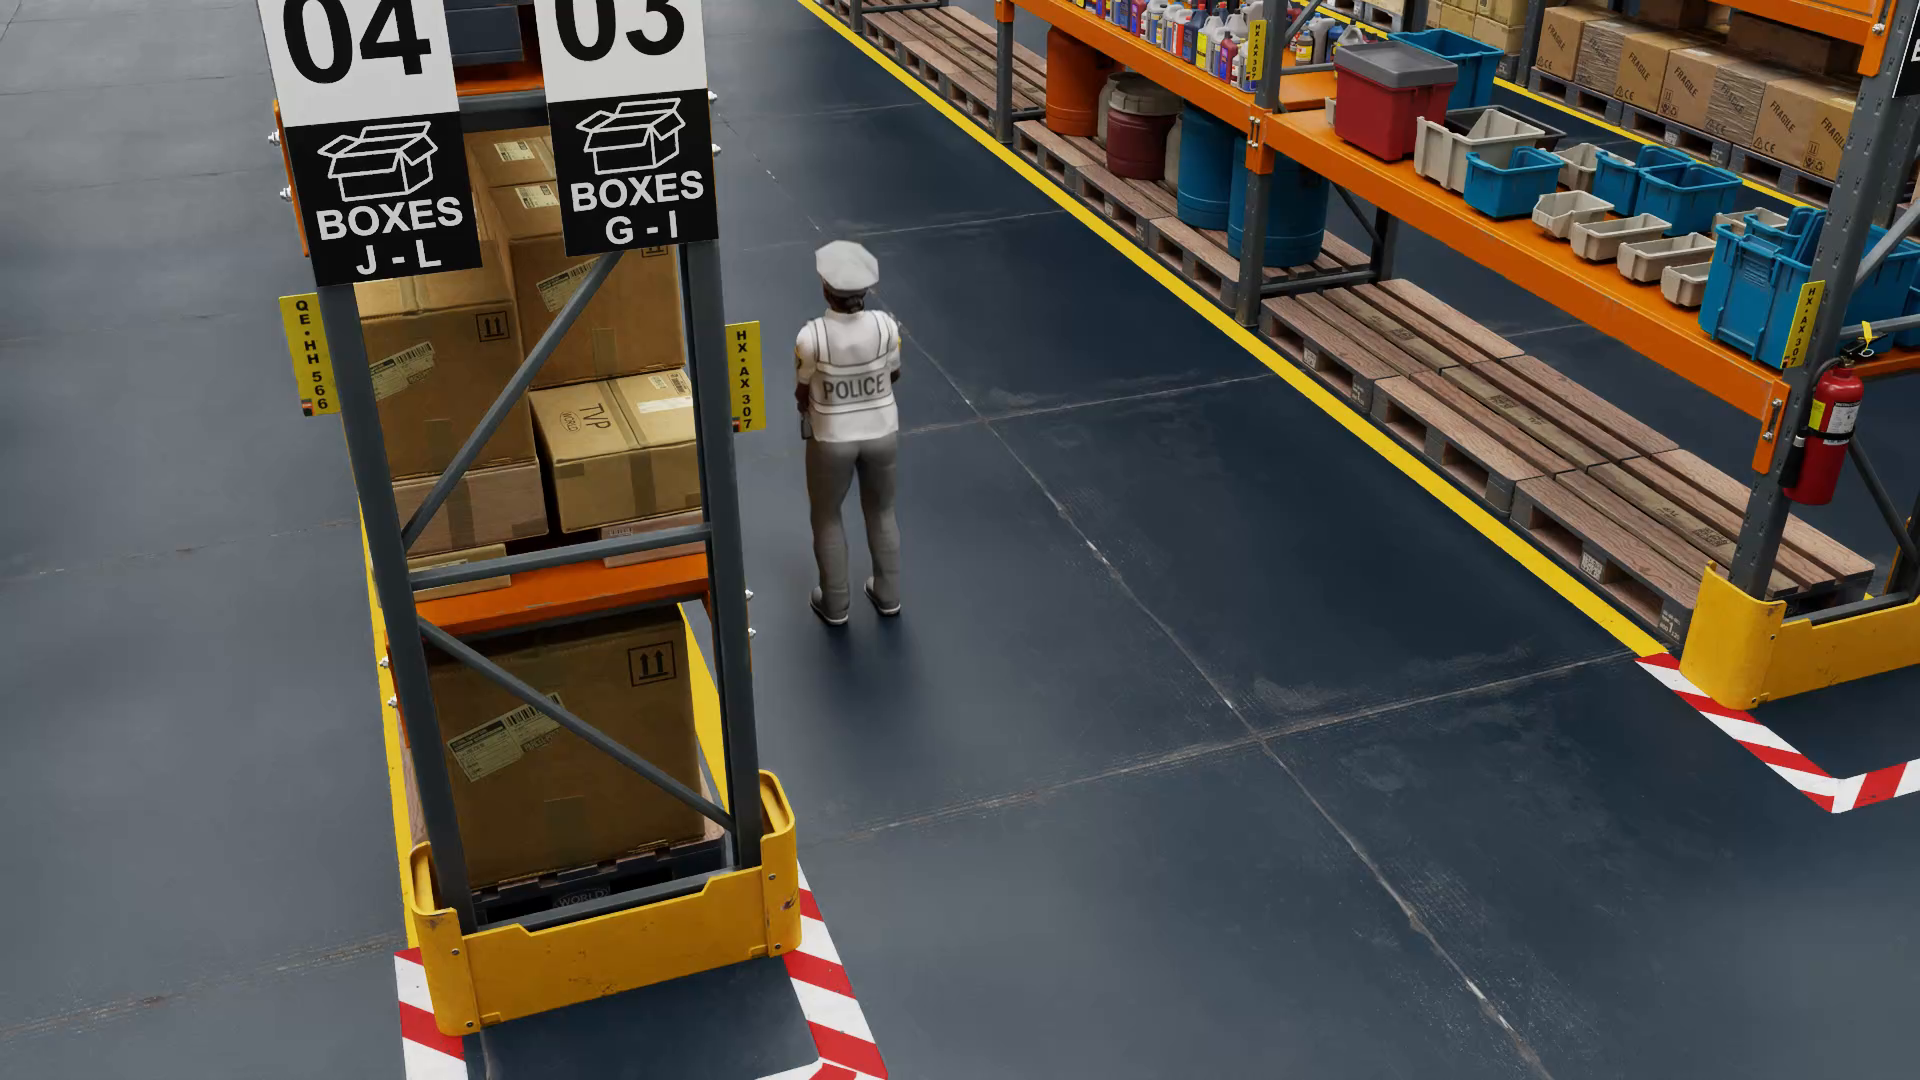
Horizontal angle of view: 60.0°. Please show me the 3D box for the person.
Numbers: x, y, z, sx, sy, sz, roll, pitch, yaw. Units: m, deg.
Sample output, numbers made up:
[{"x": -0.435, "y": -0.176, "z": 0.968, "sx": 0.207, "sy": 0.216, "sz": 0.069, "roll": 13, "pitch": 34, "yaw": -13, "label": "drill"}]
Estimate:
[{"x": -0.469, "y": -0.460, "z": 6.901, "sx": 0.450, "sy": 1.687, "sz": 0.533, "roll": -10, "pitch": 31, "yaw": -17, "label": "person"}]
